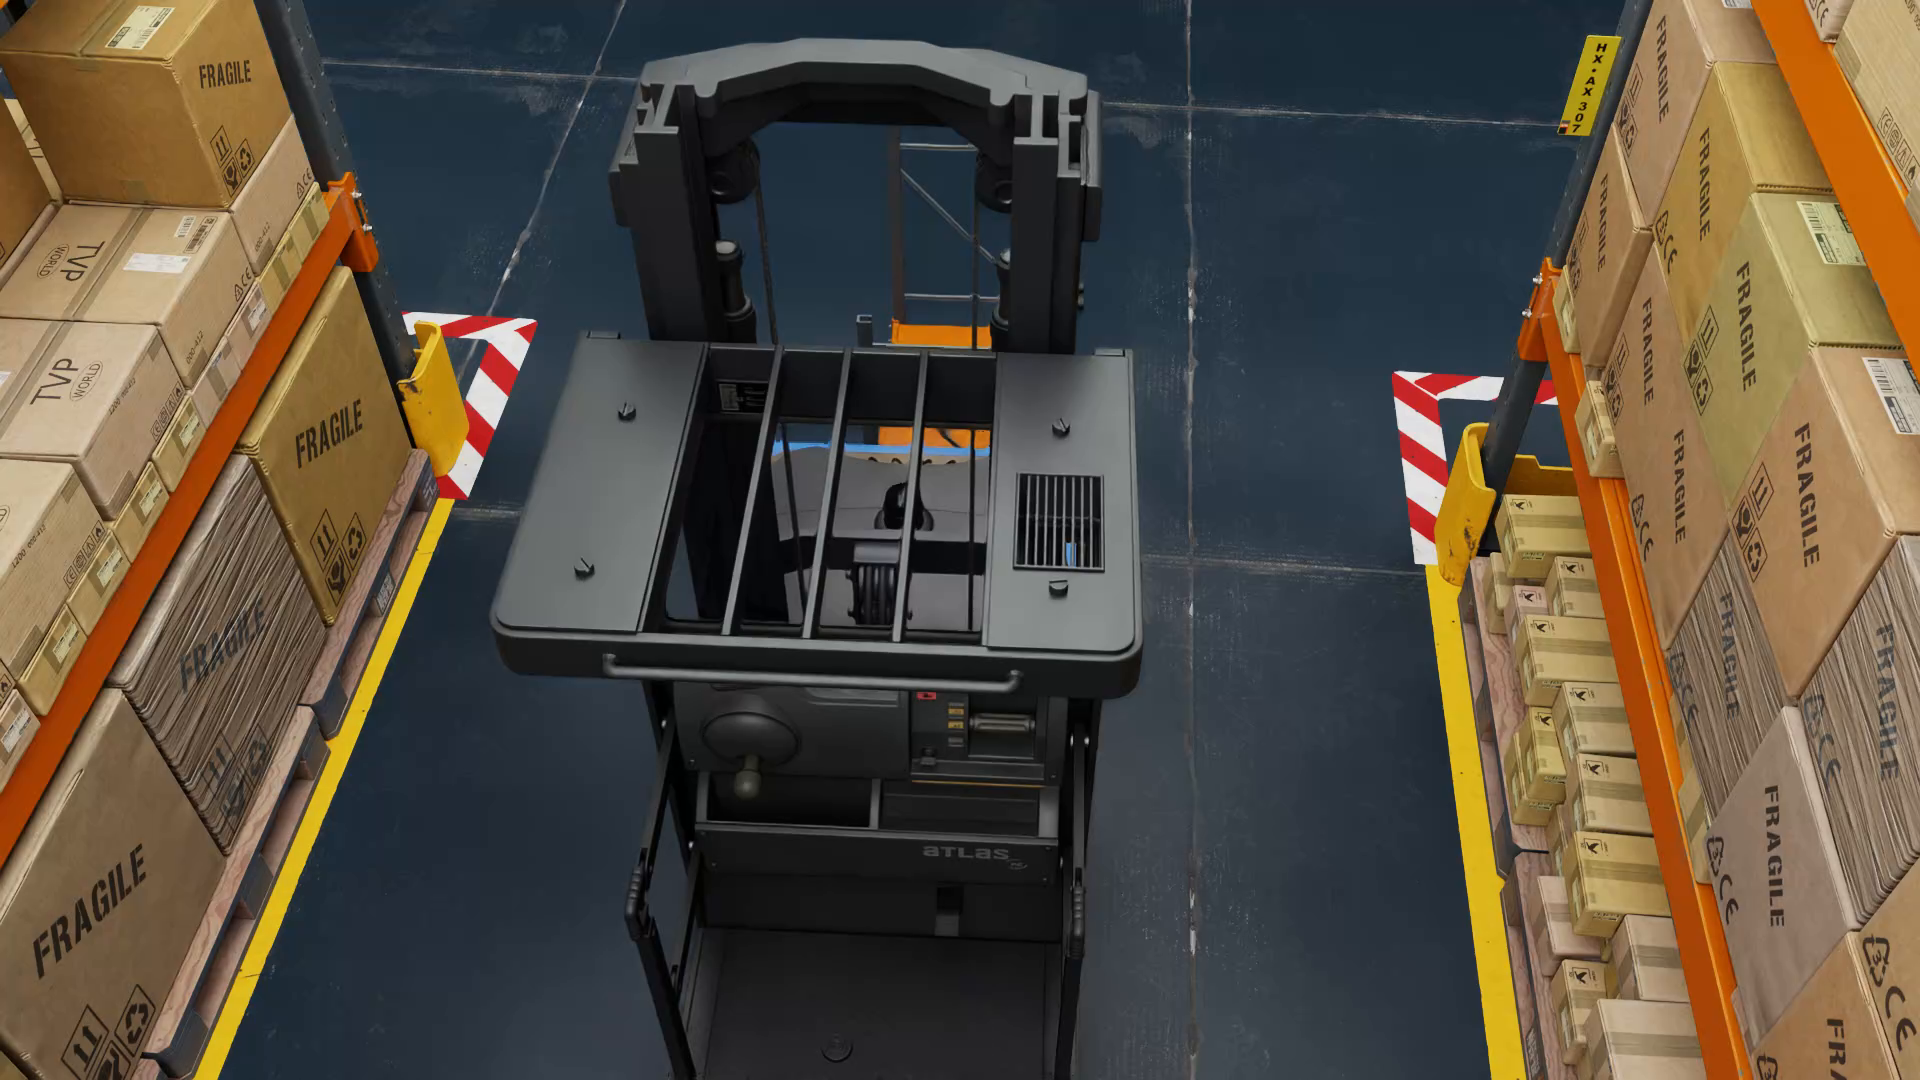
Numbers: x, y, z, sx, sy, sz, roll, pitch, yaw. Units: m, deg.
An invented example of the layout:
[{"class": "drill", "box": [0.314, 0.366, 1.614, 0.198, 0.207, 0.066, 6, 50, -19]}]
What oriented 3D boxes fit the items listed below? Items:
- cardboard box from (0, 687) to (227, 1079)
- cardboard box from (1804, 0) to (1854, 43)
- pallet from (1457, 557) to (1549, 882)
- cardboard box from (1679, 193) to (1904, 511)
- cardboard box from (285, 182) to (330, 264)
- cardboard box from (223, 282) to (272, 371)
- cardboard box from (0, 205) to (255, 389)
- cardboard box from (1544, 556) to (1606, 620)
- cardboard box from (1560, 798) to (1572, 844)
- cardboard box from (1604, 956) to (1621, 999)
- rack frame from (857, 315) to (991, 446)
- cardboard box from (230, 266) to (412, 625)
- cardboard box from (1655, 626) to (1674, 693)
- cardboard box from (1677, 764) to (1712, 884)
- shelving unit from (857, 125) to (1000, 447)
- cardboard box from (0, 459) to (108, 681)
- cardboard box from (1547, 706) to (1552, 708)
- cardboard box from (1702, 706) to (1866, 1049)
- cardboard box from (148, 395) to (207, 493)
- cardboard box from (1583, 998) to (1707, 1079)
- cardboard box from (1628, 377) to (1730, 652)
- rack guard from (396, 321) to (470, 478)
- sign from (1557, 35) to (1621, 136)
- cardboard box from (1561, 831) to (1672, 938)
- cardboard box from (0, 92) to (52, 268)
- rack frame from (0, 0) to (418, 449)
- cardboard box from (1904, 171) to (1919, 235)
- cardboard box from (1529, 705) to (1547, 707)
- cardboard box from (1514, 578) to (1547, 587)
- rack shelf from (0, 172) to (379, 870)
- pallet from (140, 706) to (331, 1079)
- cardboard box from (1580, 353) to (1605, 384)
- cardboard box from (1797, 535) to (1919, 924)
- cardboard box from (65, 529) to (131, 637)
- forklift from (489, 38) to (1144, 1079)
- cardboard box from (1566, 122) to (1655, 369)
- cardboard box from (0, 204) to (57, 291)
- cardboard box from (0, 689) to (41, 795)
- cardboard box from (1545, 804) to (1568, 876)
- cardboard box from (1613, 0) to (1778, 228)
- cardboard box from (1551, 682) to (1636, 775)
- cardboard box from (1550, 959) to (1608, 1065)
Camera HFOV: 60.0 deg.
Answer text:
[{"class": "cardboard box", "box": [-2.701, 0.977, 4.479, 0.875, 0.875, 0.875, 4, 48, 4]}, {"class": "cardboard box", "box": [2.024, -1.252, 3.431, 0.500, 0.250, 0.500, 5, 48, 5]}, {"class": "pallet", "box": [2.255, 0.602, 5.556, 1.003, 0.211, 1.213, 4, 48, 4]}, {"class": "cardboard box", "box": [1.957, -0.397, 3.633, 0.500, 0.500, 0.500, 3, 48, 3]}, {"class": "cardboard box", "box": [-2.263, -1.028, 5.328, 0.380, 0.149, 0.250, 5, 48, 4]}, {"class": "cardboard box", "box": [-2.309, -0.652, 4.984, 0.380, 0.149, 0.250, 4, 48, 4]}, {"class": "cardboard box", "box": [-2.385, -0.700, 4.758, 0.500, 0.250, 0.500, 3, 48, 3]}, {"class": "cardboard box", "box": [2.080, 0.203, 5.276, 0.380, 0.149, 0.250, 5, 48, 4]}, {"class": "cardboard box", "box": [1.992, 0.864, 4.872, 0.380, 0.149, 0.250, 2, 48, 2]}, {"class": "cardboard box", "box": [1.974, 1.264, 4.507, 0.380, 0.149, 0.250, 6, 48, 5]}, {"class": "rack frame", "box": [-0.048, -0.124, 5.347, 0.500, 1.500, 0.032, 2, 48, 2]}, {"class": "cardboard box", "box": [-2.537, -0.346, 5.689, 0.875, 0.875, 0.875, 4, 48, 4]}, {"class": "cardboard box", "box": [1.969, 0.272, 4.138, 0.380, 0.149, 0.250, 3, 48, 3]}, {"class": "cardboard box", "box": [1.871, 0.656, 3.788, 0.380, 0.149, 0.250, 5, 48, 4]}, {"class": "shelving unit", "box": [-0.020, -0.505, 5.696, 0.587, 1.500, 1.083, 2, 48, 2]}, {"class": "cardboard box", "box": [-2.475, 0.057, 4.065, 0.500, 0.250, 0.500, 4, 48, 4]}, {"class": "cardboard box", "box": [2.053, 0.482, 5.222, 0.380, 0.149, 0.250, 4, 48, 4]}, {"class": "cardboard box", "box": [1.865, 0.695, 3.313, 0.500, 0.500, 0.500, 4, 48, 3]}, {"class": "cardboard box", "box": [-2.355, -0.278, 4.642, 0.380, 0.149, 0.250, 3, 48, 3]}, {"class": "cardboard box", "box": [1.826, 1.327, 4.247, 0.380, 0.149, 0.250, 2, 48, 2]}, {"class": "cardboard box", "box": [1.975, -0.058, 4.001, 0.500, 0.500, 0.500, 4, 48, 4]}, {"class": "rack guard", "box": [-2.556, -0.571, 6.433, 1.175, 0.500, 0.348, 4, 48, 4]}, {"class": "sign", "box": [1.831, -1.318, 4.836, 0.100, 0.325, 0.005, 4, 48, 4]}, {"class": "cardboard box", "box": [1.885, 0.961, 4.582, 0.380, 0.149, 0.250, 5, 48, 4]}, {"class": "cardboard box", "box": [-2.917, -0.998, 4.522, 0.500, 0.500, 0.500, 3, 48, 3]}, {"class": "rack frame", "box": [-2.559, -1.397, 5.495, 1.000, 3.000, 0.127, 4, 48, 4]}, {"class": "cardboard box", "box": [1.932, -0.494, 2.738, 0.500, 0.250, 0.500, 4, 48, 3]}, {"class": "cardboard box", "box": [2.047, 0.575, 5.338, 0.380, 0.149, 0.250, 4, 48, 4]}, {"class": "cardboard box", "box": [2.068, 0.099, 5.573, 0.380, 0.149, 0.250, 6, 48, 5]}, {"class": "rack shelf", "box": [-2.741, 0.315, 4.416, 1.077, 0.370, 4.000, 4, 48, 4]}, {"class": "pallet", "box": [-2.667, 1.031, 5.164, 1.003, 0.211, 1.213, 4, 48, 4]}, {"class": "cardboard box", "box": [2.034, -0.499, 4.843, 0.380, 0.149, 0.250, 5, 48, 5]}, {"class": "cardboard box", "box": [1.883, 0.360, 2.941, 0.500, 0.500, 0.500, 5, 48, 5]}, {"class": "cardboard box", "box": [-2.403, 0.095, 4.301, 0.380, 0.149, 0.250, 5, 48, 4]}, {"class": "forklift", "box": [-0.219, 0.528, 3.780, 1.130, 2.935, 3.031, 2, 48, 2]}, {"class": "cardboard box", "box": [2.055, -0.812, 4.691, 0.500, 0.500, 0.500, 6, 48, 5]}, {"class": "cardboard box", "box": [-2.912, -0.730, 4.785, 0.500, 0.250, 0.500, 3, 48, 3]}, {"class": "cardboard box", "box": [-2.447, 0.480, 3.949, 0.380, 0.149, 0.250, 4, 48, 4]}, {"class": "cardboard box", "box": [1.986, 0.950, 4.996, 0.380, 0.149, 0.250, 4, 48, 4]}, {"class": "cardboard box", "box": [2.066, -1.149, 4.321, 0.500, 0.500, 0.500, 4, 48, 3]}, {"class": "cardboard box", "box": [1.989, 0.568, 4.942, 0.380, 0.149, 0.250, 2, 48, 2]}, {"class": "cardboard box", "box": [1.877, 1.332, 4.646, 0.380, 0.149, 0.250, 4, 48, 4]}]
